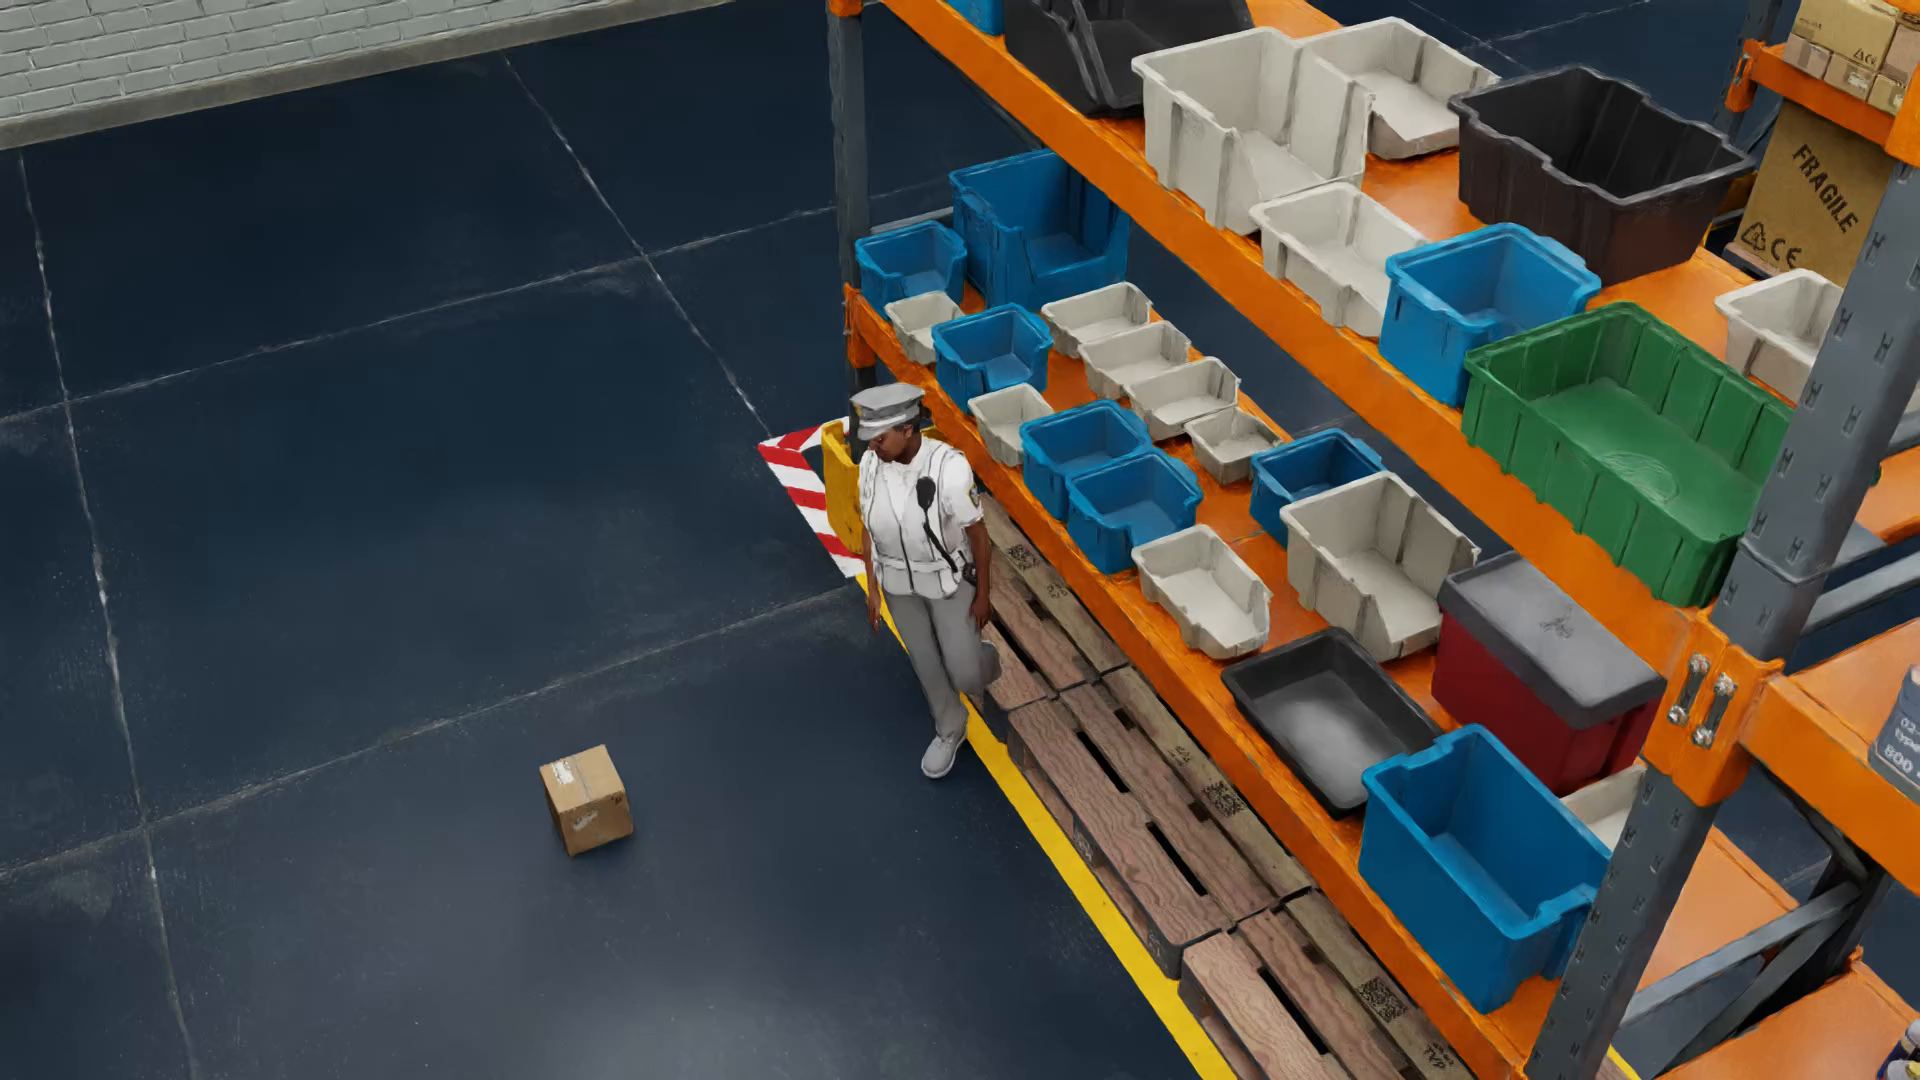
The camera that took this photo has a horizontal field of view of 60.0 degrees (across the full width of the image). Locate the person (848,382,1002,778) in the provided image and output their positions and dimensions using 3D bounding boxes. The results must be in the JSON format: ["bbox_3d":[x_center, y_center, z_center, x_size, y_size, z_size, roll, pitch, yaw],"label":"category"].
[{"bbox_3d":[-0.119,0.125,6.053,0.530,1.645,0.509,12,43,13],"label":"person"}]
